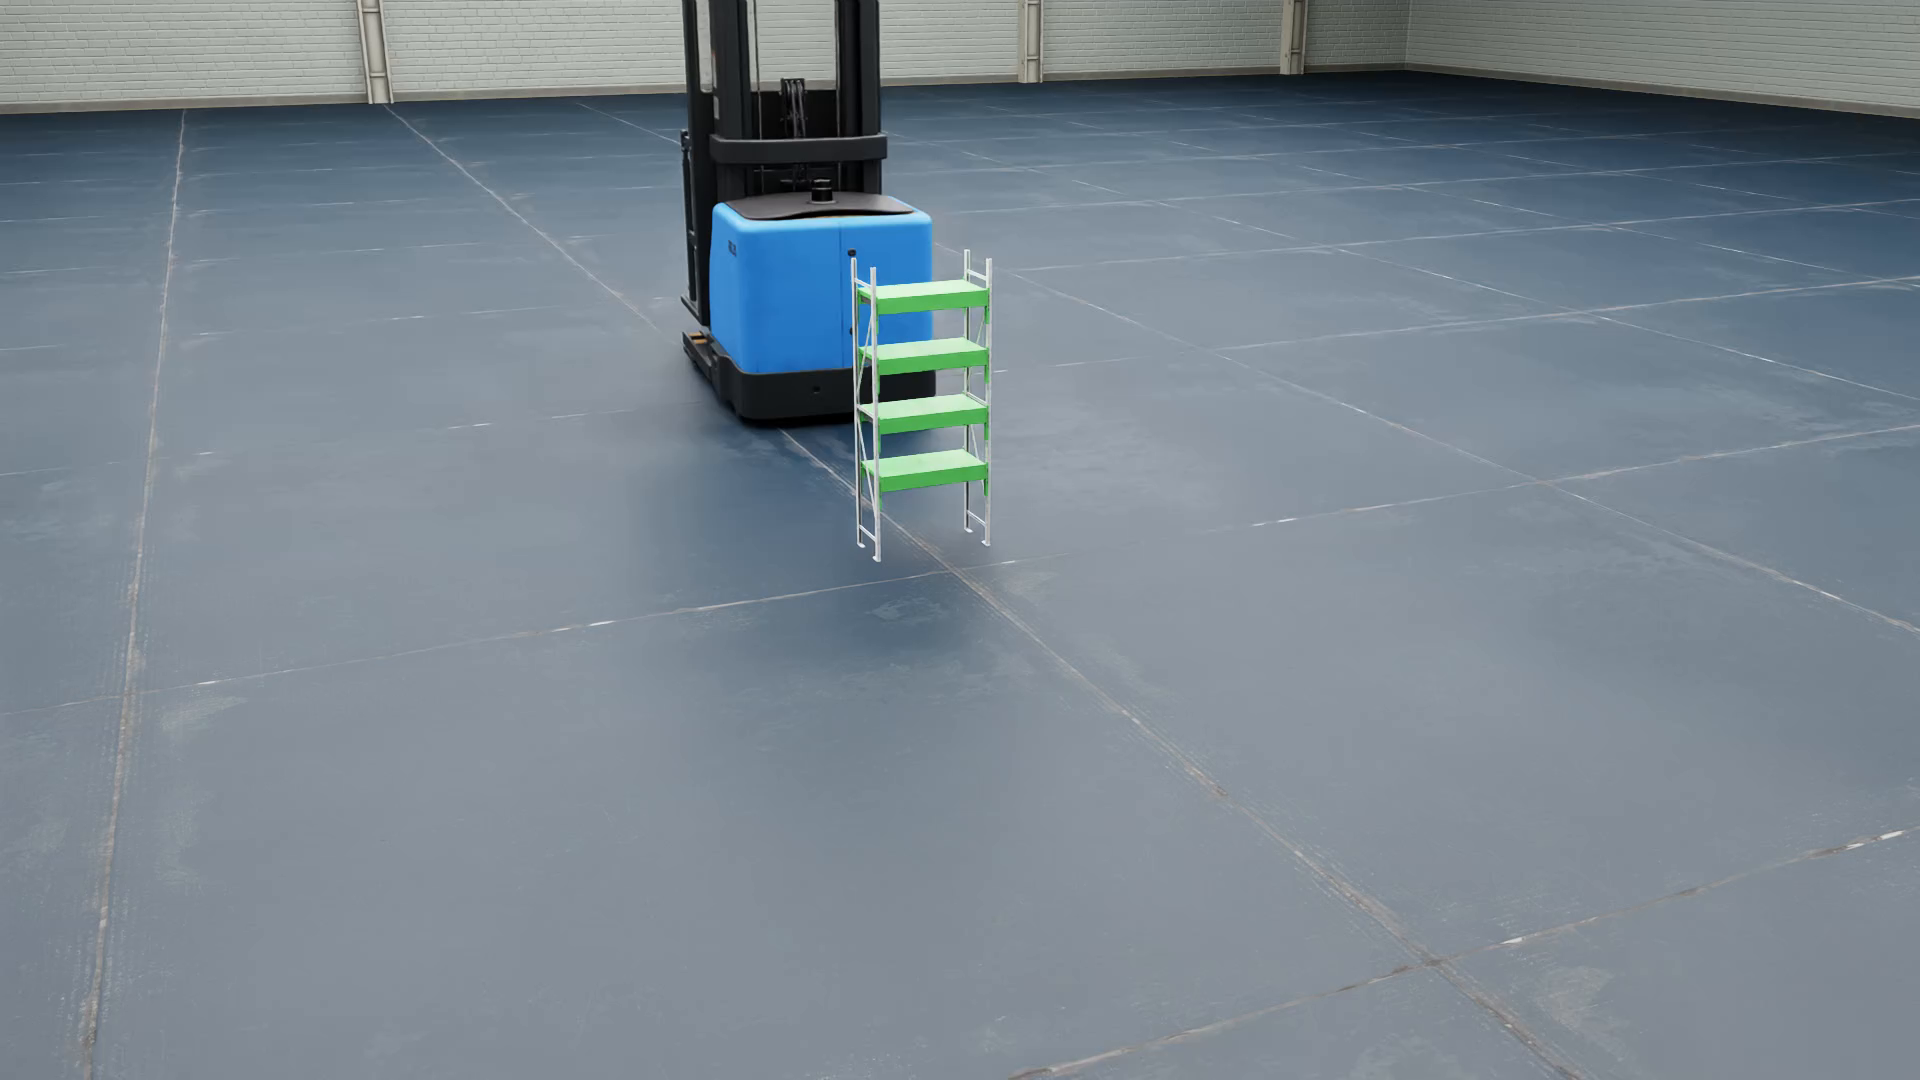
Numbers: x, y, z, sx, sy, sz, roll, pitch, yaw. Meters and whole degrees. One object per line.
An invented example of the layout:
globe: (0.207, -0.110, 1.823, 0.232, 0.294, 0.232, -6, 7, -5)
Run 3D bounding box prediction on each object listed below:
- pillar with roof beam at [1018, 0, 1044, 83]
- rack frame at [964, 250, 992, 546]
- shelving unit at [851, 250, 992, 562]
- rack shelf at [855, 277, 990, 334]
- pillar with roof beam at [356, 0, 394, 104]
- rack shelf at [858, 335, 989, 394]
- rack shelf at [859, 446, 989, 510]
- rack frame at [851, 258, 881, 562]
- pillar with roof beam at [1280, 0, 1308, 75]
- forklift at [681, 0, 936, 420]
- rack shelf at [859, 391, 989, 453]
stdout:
pillar with roof beam: (3.062, -11.802, 26.992, 0.400, 9.000, 9.100, -8, 21, -22)
rack frame: (0.072, -0.576, 6.852, 0.015, 1.200, 0.240, -8, 21, -22)
shelving unit: (-0.152, -0.544, 6.761, 0.503, 1.200, 0.258, -8, 21, -22)
rack shelf: (-0.152, -0.937, 6.623, 0.480, 0.148, 0.258, -8, 21, -22)
pillar with roof beam: (-7.956, -10.224, 22.509, 0.400, 9.000, 9.100, -8, 21, -22)
rack shelf: (-0.152, -0.710, 6.702, 0.480, 0.148, 0.258, -8, 21, -22)
rack shelf: (-0.152, -0.258, 6.862, 0.480, 0.148, 0.258, -8, 21, -22)
rack frame: (-0.376, -0.512, 6.670, 0.015, 1.200, 0.240, -8, 21, -22)
pillar with roof beam: (8.571, -12.592, 29.234, 0.400, 9.000, 9.100, -8, 21, -22)
forklift: (-1.059, -2.457, 9.588, 1.130, 2.935, 3.031, -6, 20, -17)
rack shelf: (-0.152, -0.484, 6.782, 0.480, 0.148, 0.258, -8, 21, -22)
